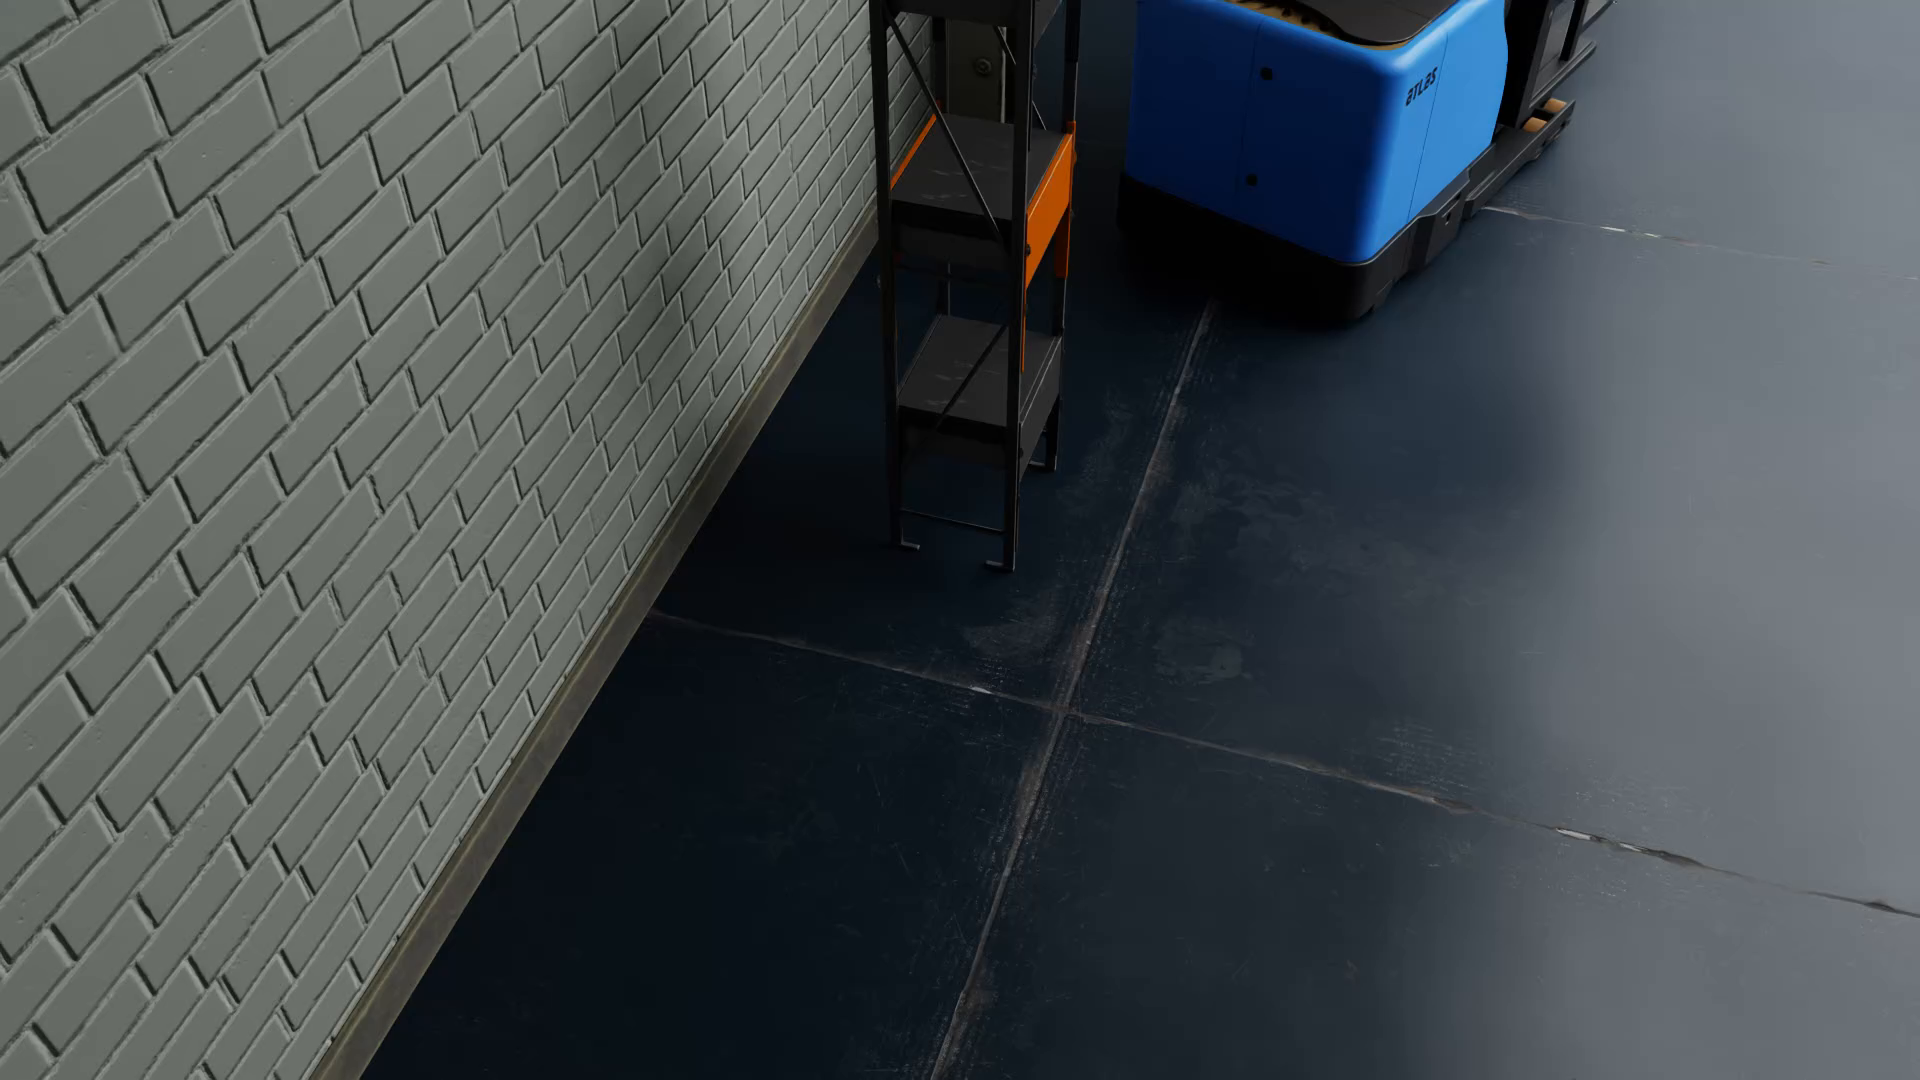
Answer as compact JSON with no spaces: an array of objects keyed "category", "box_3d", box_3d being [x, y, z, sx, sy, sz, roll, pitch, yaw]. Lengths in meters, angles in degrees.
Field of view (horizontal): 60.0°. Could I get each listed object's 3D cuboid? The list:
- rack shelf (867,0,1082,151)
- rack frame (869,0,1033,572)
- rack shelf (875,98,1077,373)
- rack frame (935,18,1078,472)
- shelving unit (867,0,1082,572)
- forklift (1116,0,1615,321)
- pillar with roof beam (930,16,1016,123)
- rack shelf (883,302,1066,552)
[{"category":"rack shelf","box_3d":[0.050,-1.351,4.148,0.431,0.518,0.480,13,46,12]},{"category":"rack frame","box_3d":[-0.024,-0.698,4.462,0.400,2.100,0.015,13,46,12]},{"category":"rack shelf","box_3d":[0.050,-0.851,4.638,0.431,0.518,0.480,13,46,12]},{"category":"rack frame","box_3d":[0.124,-1.023,4.795,0.400,2.100,0.015,13,46,12]},{"category":"shelving unit","box_3d":[0.050,-0.861,4.628,0.431,2.100,0.503,13,46,12]},{"category":"forklift","box_3d":[1.903,-2.808,6.024,1.130,2.935,3.031,29,51,26]},{"category":"pillar with roof beam","box_3d":[4.182,-4.069,2.974,9.100,9.000,0.400,13,46,13]},{"category":"rack shelf","box_3d":[0.050,-0.351,5.127,0.431,0.518,0.480,13,46,12]}]
